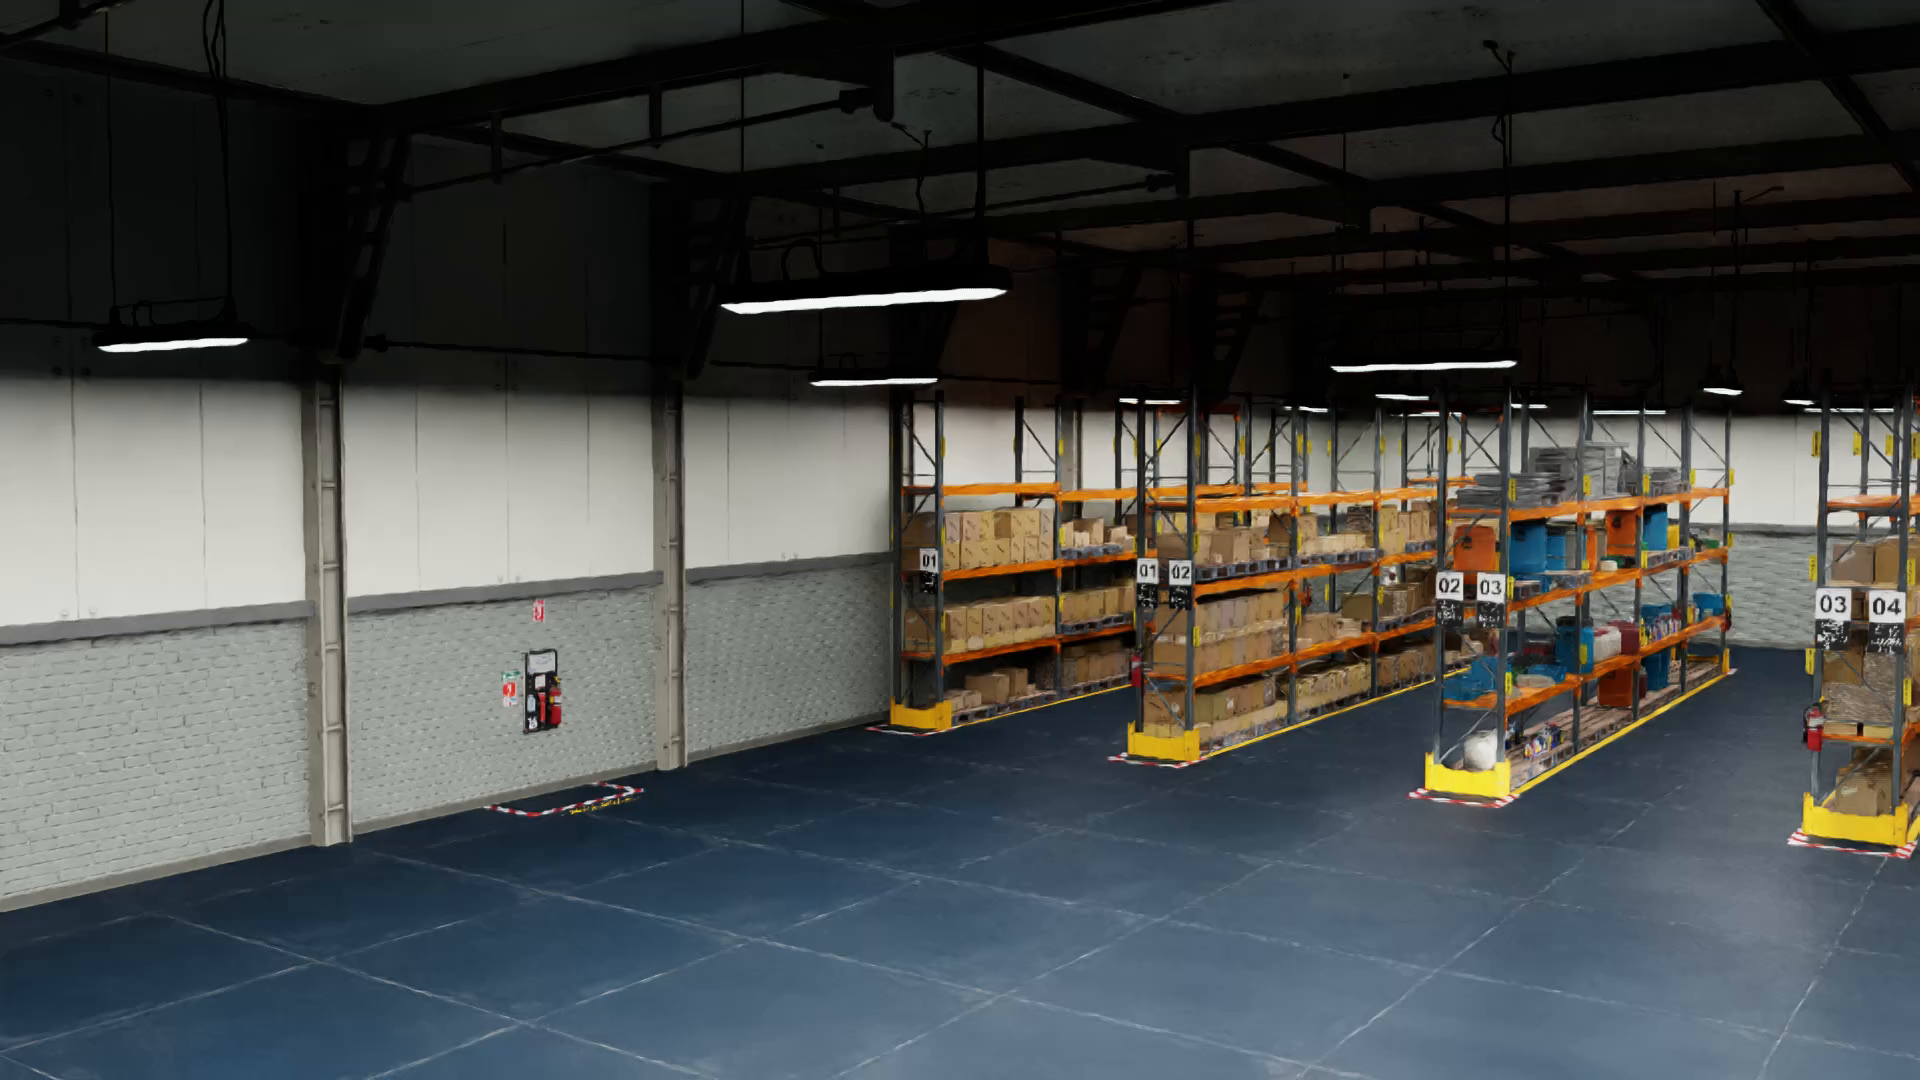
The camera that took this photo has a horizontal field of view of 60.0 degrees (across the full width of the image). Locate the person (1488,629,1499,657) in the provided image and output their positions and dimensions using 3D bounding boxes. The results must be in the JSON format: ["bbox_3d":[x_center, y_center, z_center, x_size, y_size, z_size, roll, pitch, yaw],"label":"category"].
[{"bbox_3d":[11.589,2.133,36.143,0.432,1.671,0.496,0,3,7],"label":"person"}]

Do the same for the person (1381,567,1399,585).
[{"bbox_3d":[11.514,1.591,44.838,0.743,1.773,0.529,0,3,-4],"label":"person"}]

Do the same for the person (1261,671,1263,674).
[{"bbox_3d":[6.135,2.179,34.032,0.505,1.783,0.617,0,3,4],"label":"person"}]
